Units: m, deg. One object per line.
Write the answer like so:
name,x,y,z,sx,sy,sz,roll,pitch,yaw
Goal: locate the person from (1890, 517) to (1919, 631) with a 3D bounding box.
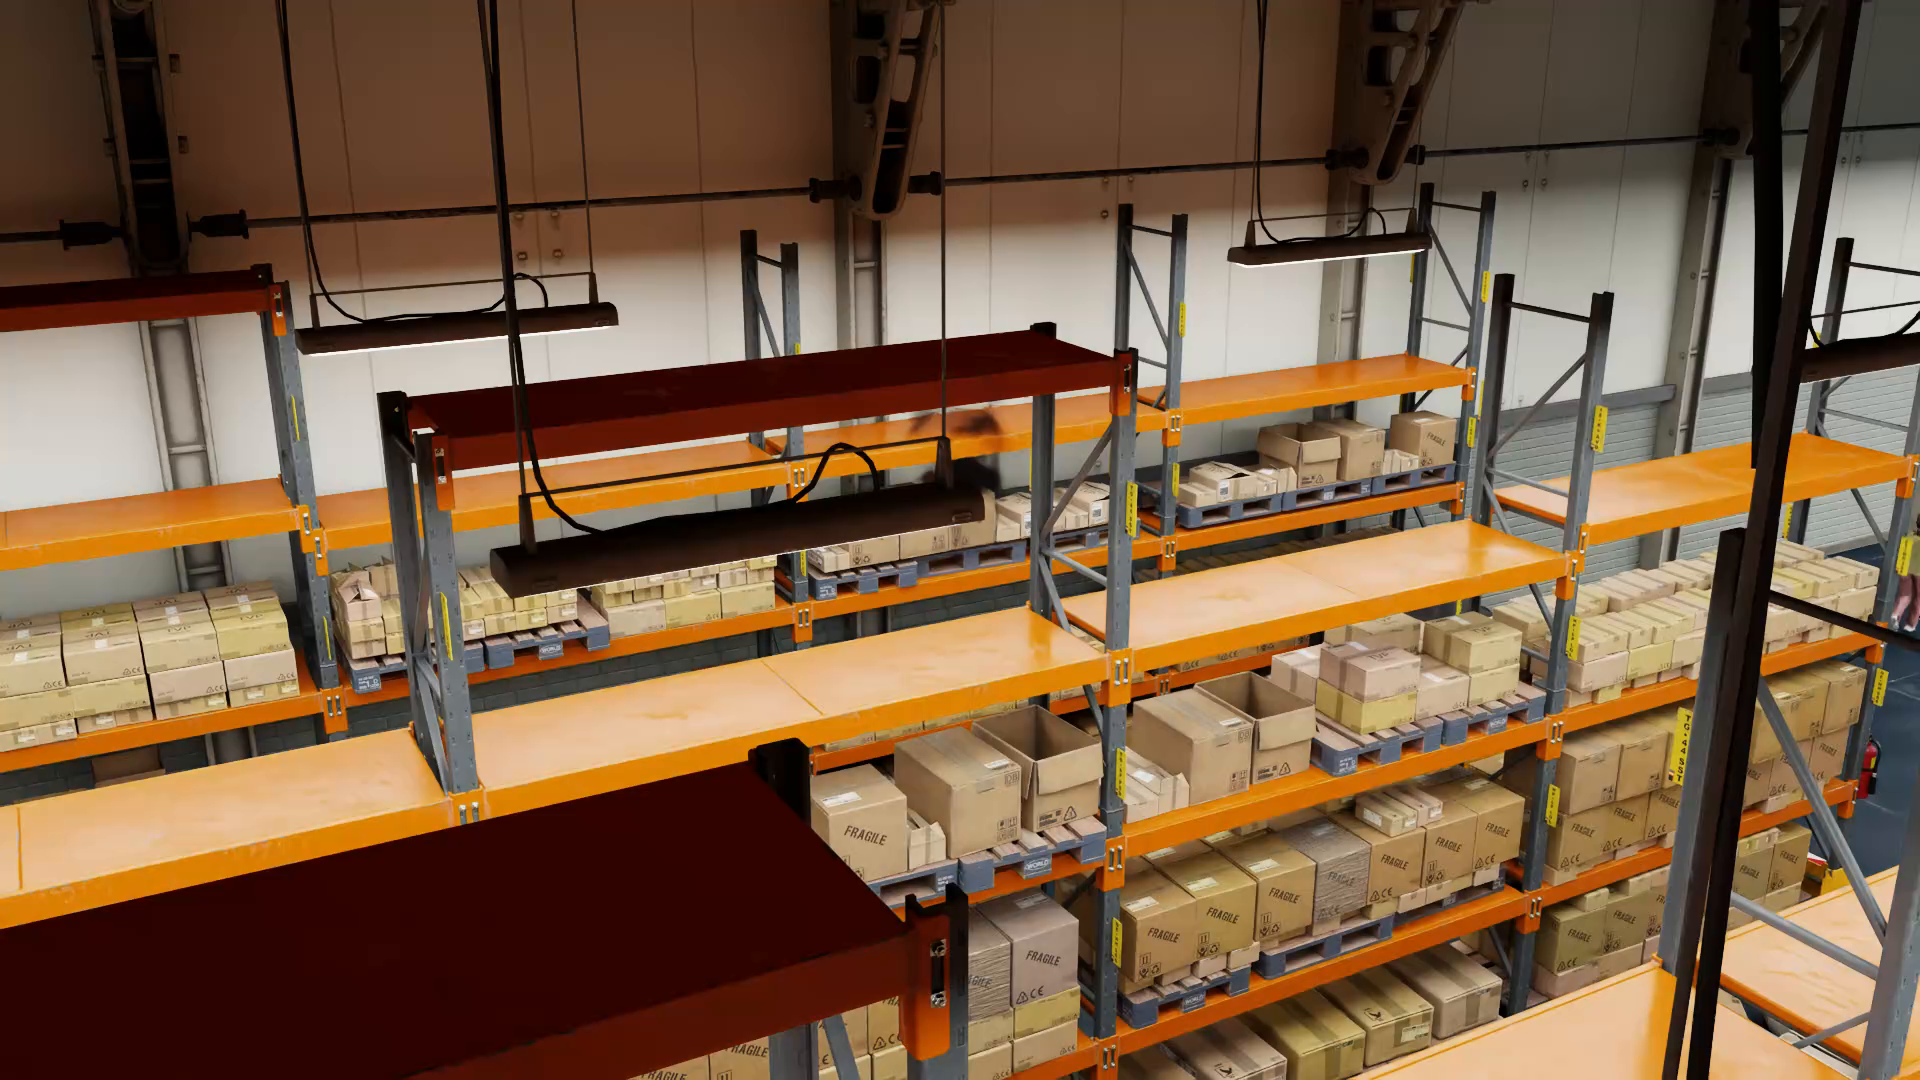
person,12.332,0.468,21.488,0.879,1.669,0.579,-17,25,-42
